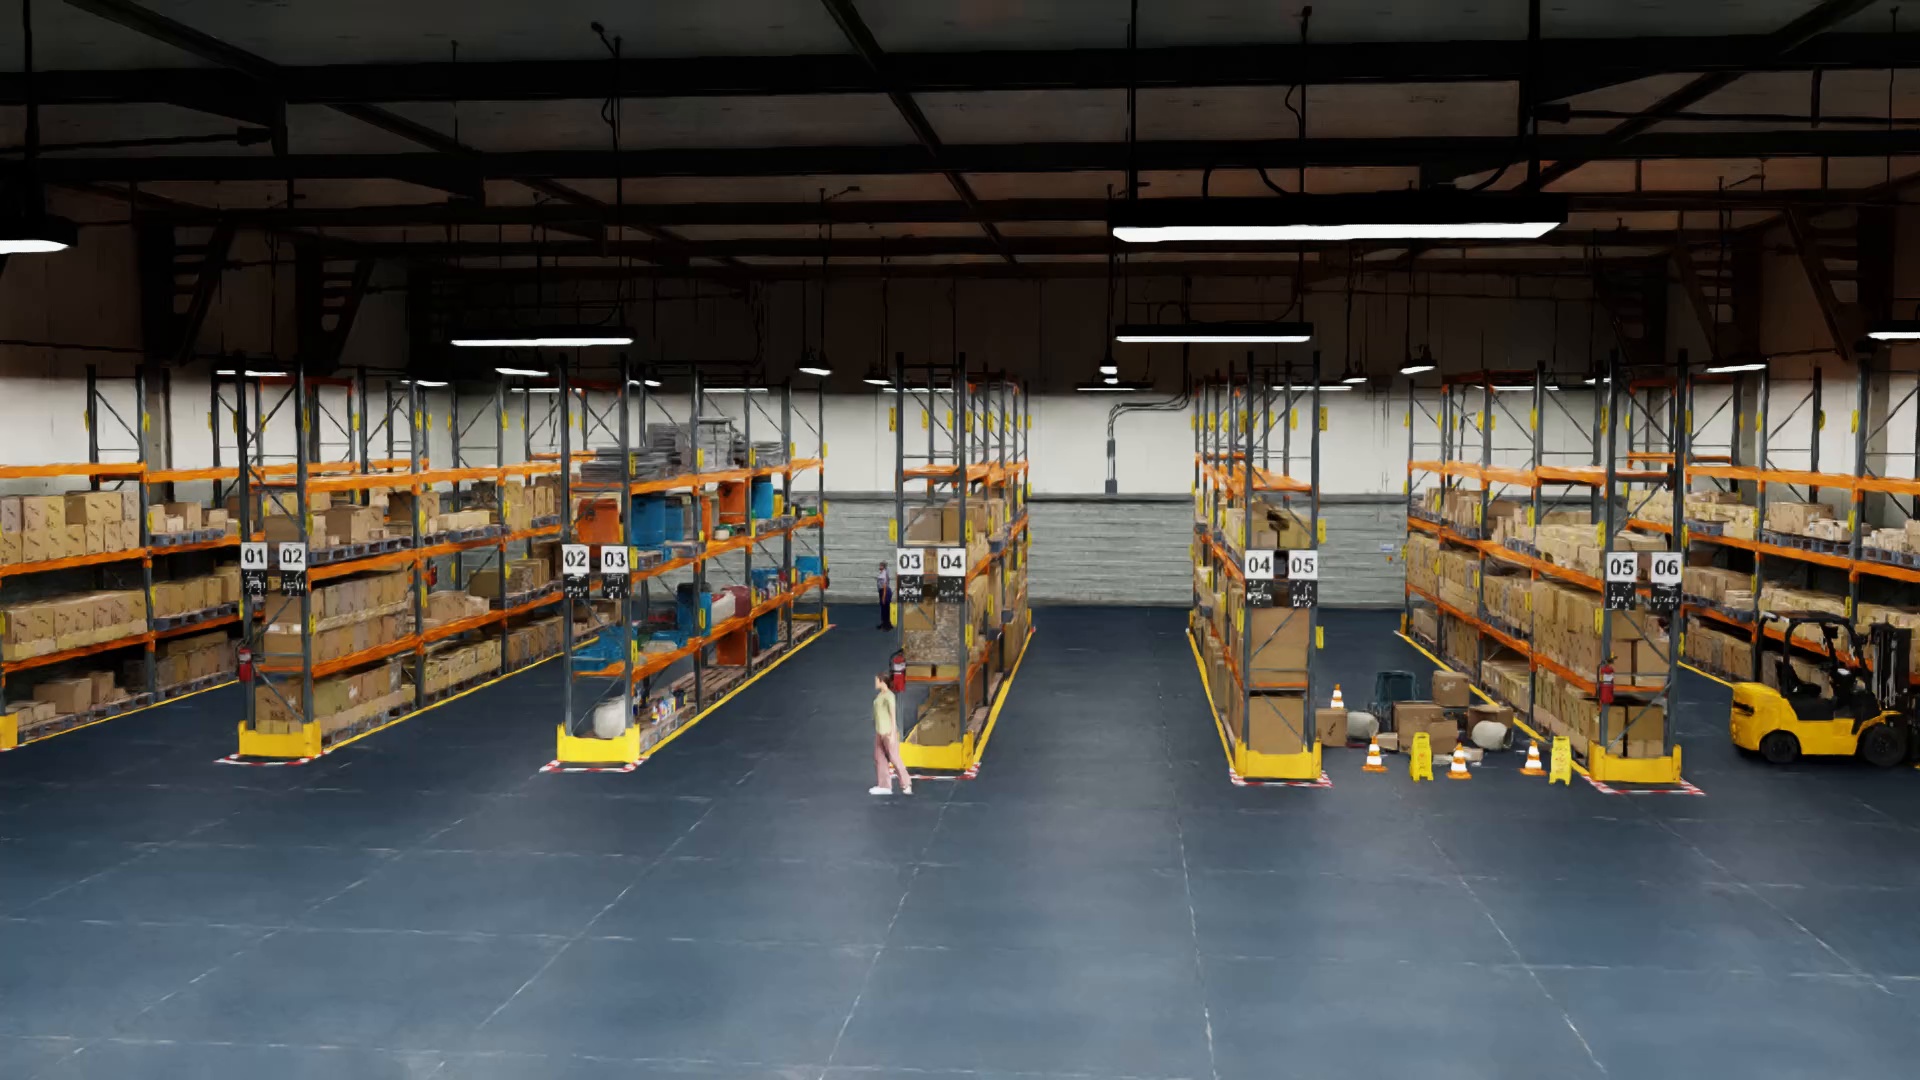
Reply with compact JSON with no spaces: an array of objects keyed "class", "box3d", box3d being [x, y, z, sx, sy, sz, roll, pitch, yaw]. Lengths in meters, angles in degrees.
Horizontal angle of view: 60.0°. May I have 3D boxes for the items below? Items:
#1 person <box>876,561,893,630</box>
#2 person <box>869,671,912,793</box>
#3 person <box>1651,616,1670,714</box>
[{"class":"person","box3d":[-1.852,1.322,40.150,0.433,1.644,0.590,0,4,4]},{"class":"person","box3d":[-0.926,2.587,22.417,0.543,1.664,0.566,-2,4,-22]},{"class":"person","box3d":[11.960,2.130,28.483,0.477,1.675,0.487,3,5,35]}]
